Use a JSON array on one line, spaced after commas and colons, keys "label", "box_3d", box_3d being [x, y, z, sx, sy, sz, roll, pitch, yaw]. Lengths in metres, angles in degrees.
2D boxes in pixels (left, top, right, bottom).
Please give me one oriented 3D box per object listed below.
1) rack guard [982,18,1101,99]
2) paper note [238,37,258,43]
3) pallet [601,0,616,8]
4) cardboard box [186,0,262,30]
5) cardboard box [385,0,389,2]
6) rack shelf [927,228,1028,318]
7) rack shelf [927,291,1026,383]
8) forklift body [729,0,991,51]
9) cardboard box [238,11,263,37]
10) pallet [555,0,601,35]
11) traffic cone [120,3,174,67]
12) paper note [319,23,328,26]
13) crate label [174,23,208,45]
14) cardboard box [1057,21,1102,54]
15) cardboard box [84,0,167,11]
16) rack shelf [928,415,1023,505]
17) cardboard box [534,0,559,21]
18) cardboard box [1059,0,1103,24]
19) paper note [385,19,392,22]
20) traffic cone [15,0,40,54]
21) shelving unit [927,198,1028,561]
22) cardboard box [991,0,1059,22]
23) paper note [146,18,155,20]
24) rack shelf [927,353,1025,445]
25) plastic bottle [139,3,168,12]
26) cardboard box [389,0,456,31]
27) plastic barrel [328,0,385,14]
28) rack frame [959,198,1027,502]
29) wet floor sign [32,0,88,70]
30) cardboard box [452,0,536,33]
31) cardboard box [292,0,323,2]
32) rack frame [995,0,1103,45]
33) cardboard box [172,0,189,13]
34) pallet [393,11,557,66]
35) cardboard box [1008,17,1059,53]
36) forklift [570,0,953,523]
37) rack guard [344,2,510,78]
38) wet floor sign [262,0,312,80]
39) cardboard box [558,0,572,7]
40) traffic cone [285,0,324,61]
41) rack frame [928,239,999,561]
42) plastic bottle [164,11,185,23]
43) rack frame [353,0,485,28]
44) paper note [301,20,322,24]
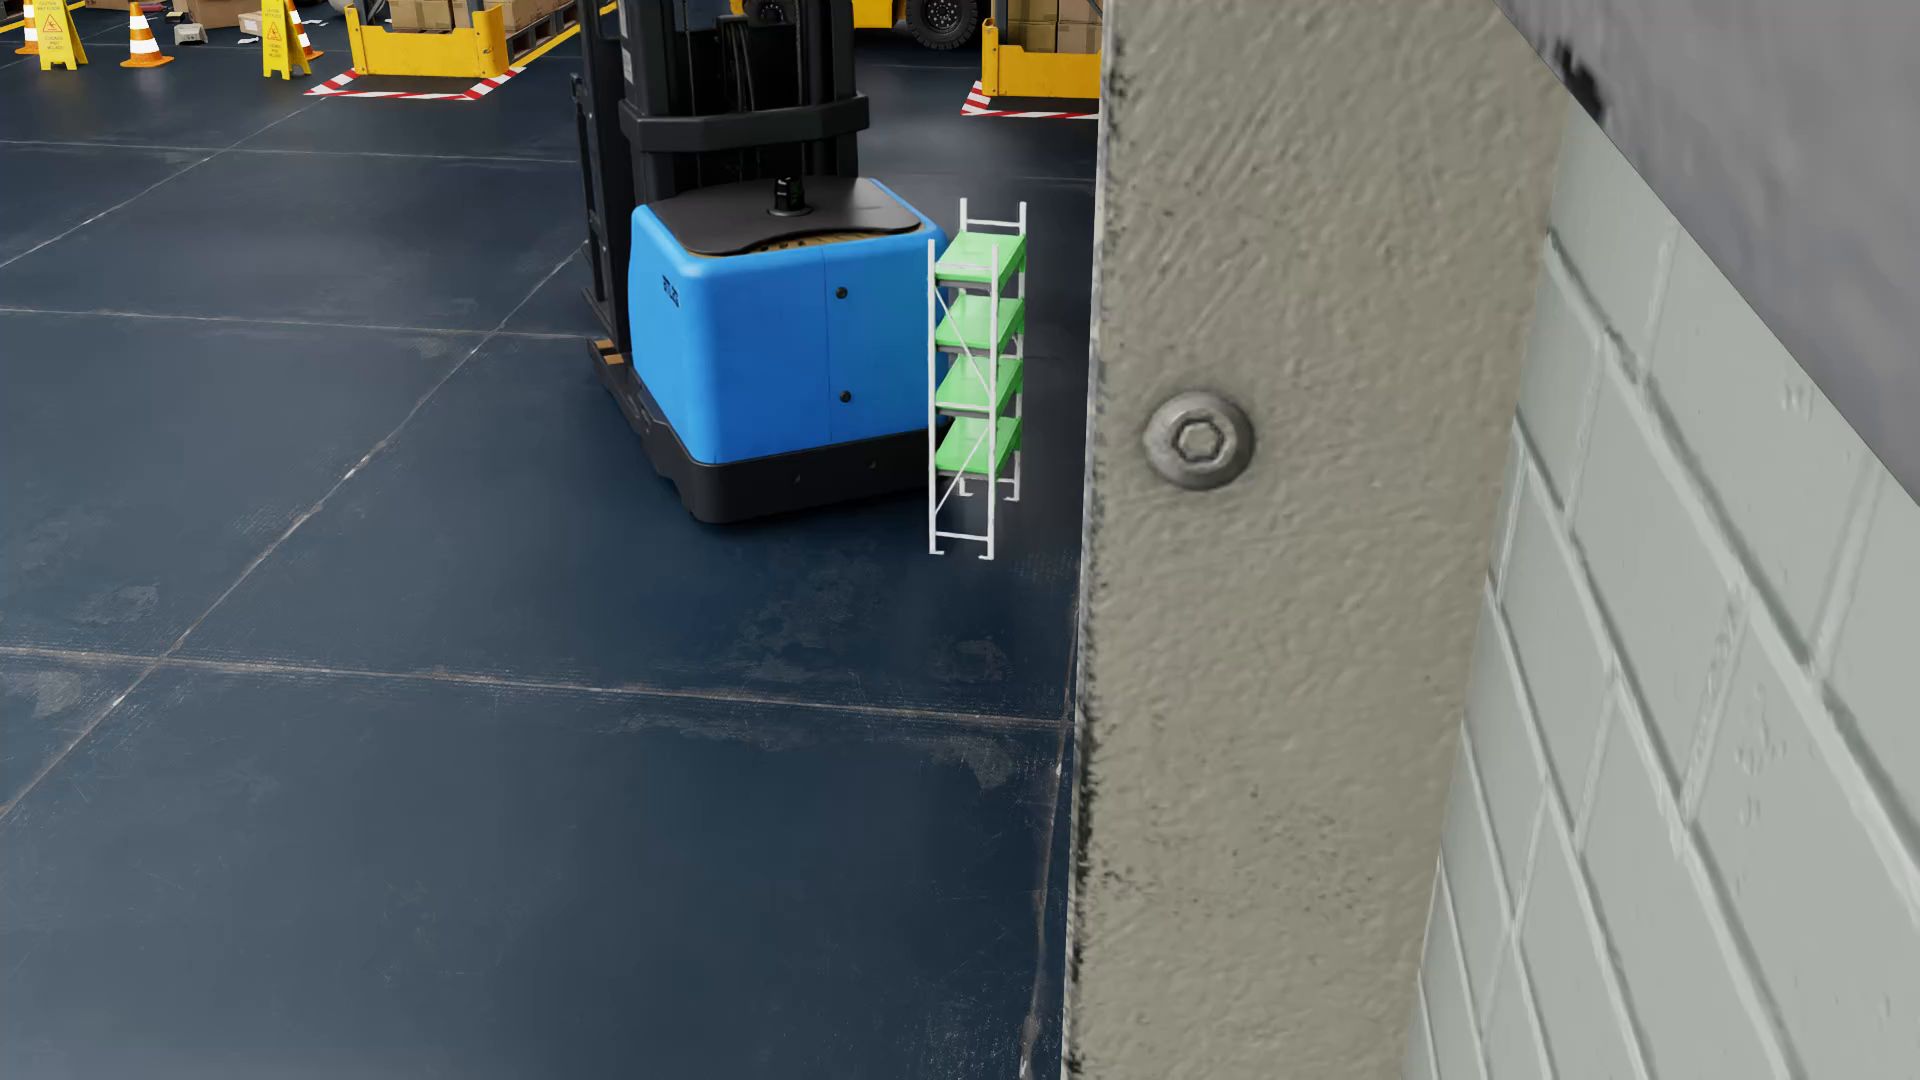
[{"label": "rack guard", "box_3d": [0.758, -3.582, 12.373, 1.175, 0.500, 0.348, 3, 28, 6]}, {"label": "paper note", "box_3d": [-6.026, -4.234, 14.078, 0.148, 0.019, 0.142, -6, 29, -11]}, {"label": "pallet", "box_3d": [-3.723, -5.318, 15.899, 1.003, 0.211, 1.213, 3, 28, 6]}, {"label": "cardboard box", "box_3d": [-6.463, -4.856, 14.733, 0.797, 0.503, 0.637, -17, 33, -29]}, {"label": "cardboard box", "box_3d": [-5.158, -5.339, 15.631, 0.500, 0.500, 0.500, -24, 36, -37]}, {"label": "rack shelf", "box_3d": [0.065, -0.948, 5.864, 0.258, 0.148, 0.480, 6, 29, 11]}, {"label": "rack shelf", "box_3d": [0.064, -0.737, 5.979, 0.258, 0.148, 0.480, 6, 29, 11]}, {"label": "forklift body", "box_3d": [-0.818, -5.319, 13.856, 2.313, 2.155, 1.214, 3, 28, 6]}, {"label": "cardboard box", "box_3d": [-6.010, -4.460, 14.371, 0.380, 0.149, 0.250, 20, 34, 32]}, {"label": "pallet", "box_3d": [-3.870, -4.742, 14.830, 1.003, 0.211, 1.213, 3, 28, 6]}, {"label": "traffic cone", "box_3d": [-6.537, -4.046, 13.272, 0.336, 0.463, 0.334, 3, 28, 6]}, {"label": "paper note", "box_3d": [-5.625, -4.563, 14.708, 0.032, 0.001, 0.123, 3, 28, 6]}, {"label": "crate label", "box_3d": [-6.502, -4.276, 14.043, 0.250, 0.136, 0.298, -11, 30, -20]}, {"label": "cardboard box", "box_3d": [1.015, -3.888, 12.761, 0.500, 0.250, 0.500, 3, 29, 6]}, {"label": "cardboard box", "box_3d": [-7.773, -5.214, 15.399, 0.500, 0.500, 0.500, 8, 29, 15]}, {"label": "rack shelf", "box_3d": [0.063, -0.315, 6.207, 0.258, 0.148, 0.480, 6, 29, 11]}, {"label": "cardboard box", "box_3d": [-3.723, -4.559, 14.006, 0.500, 0.250, 0.500, 4, 29, 8]}, {"label": "cardboard box", "box_3d": [1.024, -4.098, 12.623, 0.500, 0.250, 0.500, 4, 29, 7]}, {"label": "paper note", "box_3d": [-5.058, -4.639, 14.829, 0.142, 0.019, 0.148, -6, 29, -11]}, {"label": "traffic cone", "box_3d": [-7.617, -4.272, 13.691, 0.336, 0.463, 0.334, 3, 28, 6]}, {"label": "shelving unit", "box_3d": [0.064, -0.582, 6.063, 0.258, 1.200, 0.503, 6, 29, 11]}, {"label": "cardboard box", "box_3d": [0.510, -4.136, 12.694, 0.500, 0.250, 0.500, 3, 28, 6]}, {"label": "paper note", "box_3d": [-7.258, -4.677, 14.921, 0.032, 0.001, 0.123, 20, 34, 32]}, {"label": "rack shelf", "box_3d": [0.064, -0.526, 6.093, 0.258, 0.148, 0.480, 6, 29, 11]}, {"label": "plastic bottle", "box_3d": [-7.409, -4.880, 15.244, 0.283, 0.061, 0.133, -6, 29, -11]}, {"label": "cardboard box", "box_3d": [-4.331, -4.363, 13.642, 0.500, 0.250, 0.500, 3, 28, 6]}, {"label": "plastic barrel", "box_3d": [-5.416, -4.907, 14.912, 0.421, 0.421, 0.512, -24, 36, -37]}, {"label": "rack frame", "box_3d": [0.118, -0.695, 6.272, 0.240, 1.200, 0.015, 6, 29, 11]}, {"label": "wet floor sign", "box_3d": [-7.130, -4.056, 13.098, 0.267, 0.644, 0.232, -1, 28, -3]}, {"label": "cardboard box", "box_3d": [-3.793, -4.319, 13.560, 0.500, 0.250, 0.500, 3, 28, 6]}, {"label": "cardboard box", "box_3d": [-6.357, -5.356, 15.518, 0.797, 0.637, 0.503, 3, 28, 6]}, {"label": "rack frame", "box_3d": [0.761, -4.694, 11.801, 1.000, 3.000, 0.127, 3, 28, 6]}, {"label": "cardboard box", "box_3d": [-6.984, -4.984, 15.221, 0.396, 0.266, 0.258, 8, 29, 15]}, {"label": "pallet", "box_3d": [-4.022, -4.169, 13.767, 1.003, 0.211, 1.213, 3, 28, 6]}, {"label": "cardboard box", "box_3d": [0.505, -3.908, 12.798, 0.500, 0.250, 0.500, 4, 29, 7]}, {"label": "forklift", "box_3d": [-1.065, -2.031, 6.930, 1.130, 2.935, 3.031, -11, 30, -20]}, {"label": "rack guard", "box_3d": [-4.157, -3.916, 12.992, 1.175, 0.500, 0.348, 3, 28, 6]}, {"label": "wet floor sign", "box_3d": [-5.251, -3.917, 12.841, 0.267, 0.644, 0.232, 14, 31, 24]}, {"label": "cardboard box", "box_3d": [-3.668, -4.816, 14.484, 0.500, 0.250, 0.500, 5, 29, 10]}, {"label": "traffic cone", "box_3d": [-5.394, -4.141, 13.449, 0.336, 0.463, 0.334, 3, 28, 6]}, {"label": "rack frame", "box_3d": [0.009, -0.469, 5.853, 0.240, 1.200, 0.015, 6, 29, 11]}, {"label": "plastic bottle", "box_3d": [-7.019, -4.683, 14.877, 0.133, 0.061, 0.283, -6, 29, -11]}, {"label": "rack frame", "box_3d": [-4.166, -4.981, 12.333, 1.000, 3.000, 0.127, 3, 28, 6]}, {"label": "paper note", "box_3d": [-5.773, -4.620, 14.806, 0.148, 0.019, 0.142, 14, 31, 24]}]
